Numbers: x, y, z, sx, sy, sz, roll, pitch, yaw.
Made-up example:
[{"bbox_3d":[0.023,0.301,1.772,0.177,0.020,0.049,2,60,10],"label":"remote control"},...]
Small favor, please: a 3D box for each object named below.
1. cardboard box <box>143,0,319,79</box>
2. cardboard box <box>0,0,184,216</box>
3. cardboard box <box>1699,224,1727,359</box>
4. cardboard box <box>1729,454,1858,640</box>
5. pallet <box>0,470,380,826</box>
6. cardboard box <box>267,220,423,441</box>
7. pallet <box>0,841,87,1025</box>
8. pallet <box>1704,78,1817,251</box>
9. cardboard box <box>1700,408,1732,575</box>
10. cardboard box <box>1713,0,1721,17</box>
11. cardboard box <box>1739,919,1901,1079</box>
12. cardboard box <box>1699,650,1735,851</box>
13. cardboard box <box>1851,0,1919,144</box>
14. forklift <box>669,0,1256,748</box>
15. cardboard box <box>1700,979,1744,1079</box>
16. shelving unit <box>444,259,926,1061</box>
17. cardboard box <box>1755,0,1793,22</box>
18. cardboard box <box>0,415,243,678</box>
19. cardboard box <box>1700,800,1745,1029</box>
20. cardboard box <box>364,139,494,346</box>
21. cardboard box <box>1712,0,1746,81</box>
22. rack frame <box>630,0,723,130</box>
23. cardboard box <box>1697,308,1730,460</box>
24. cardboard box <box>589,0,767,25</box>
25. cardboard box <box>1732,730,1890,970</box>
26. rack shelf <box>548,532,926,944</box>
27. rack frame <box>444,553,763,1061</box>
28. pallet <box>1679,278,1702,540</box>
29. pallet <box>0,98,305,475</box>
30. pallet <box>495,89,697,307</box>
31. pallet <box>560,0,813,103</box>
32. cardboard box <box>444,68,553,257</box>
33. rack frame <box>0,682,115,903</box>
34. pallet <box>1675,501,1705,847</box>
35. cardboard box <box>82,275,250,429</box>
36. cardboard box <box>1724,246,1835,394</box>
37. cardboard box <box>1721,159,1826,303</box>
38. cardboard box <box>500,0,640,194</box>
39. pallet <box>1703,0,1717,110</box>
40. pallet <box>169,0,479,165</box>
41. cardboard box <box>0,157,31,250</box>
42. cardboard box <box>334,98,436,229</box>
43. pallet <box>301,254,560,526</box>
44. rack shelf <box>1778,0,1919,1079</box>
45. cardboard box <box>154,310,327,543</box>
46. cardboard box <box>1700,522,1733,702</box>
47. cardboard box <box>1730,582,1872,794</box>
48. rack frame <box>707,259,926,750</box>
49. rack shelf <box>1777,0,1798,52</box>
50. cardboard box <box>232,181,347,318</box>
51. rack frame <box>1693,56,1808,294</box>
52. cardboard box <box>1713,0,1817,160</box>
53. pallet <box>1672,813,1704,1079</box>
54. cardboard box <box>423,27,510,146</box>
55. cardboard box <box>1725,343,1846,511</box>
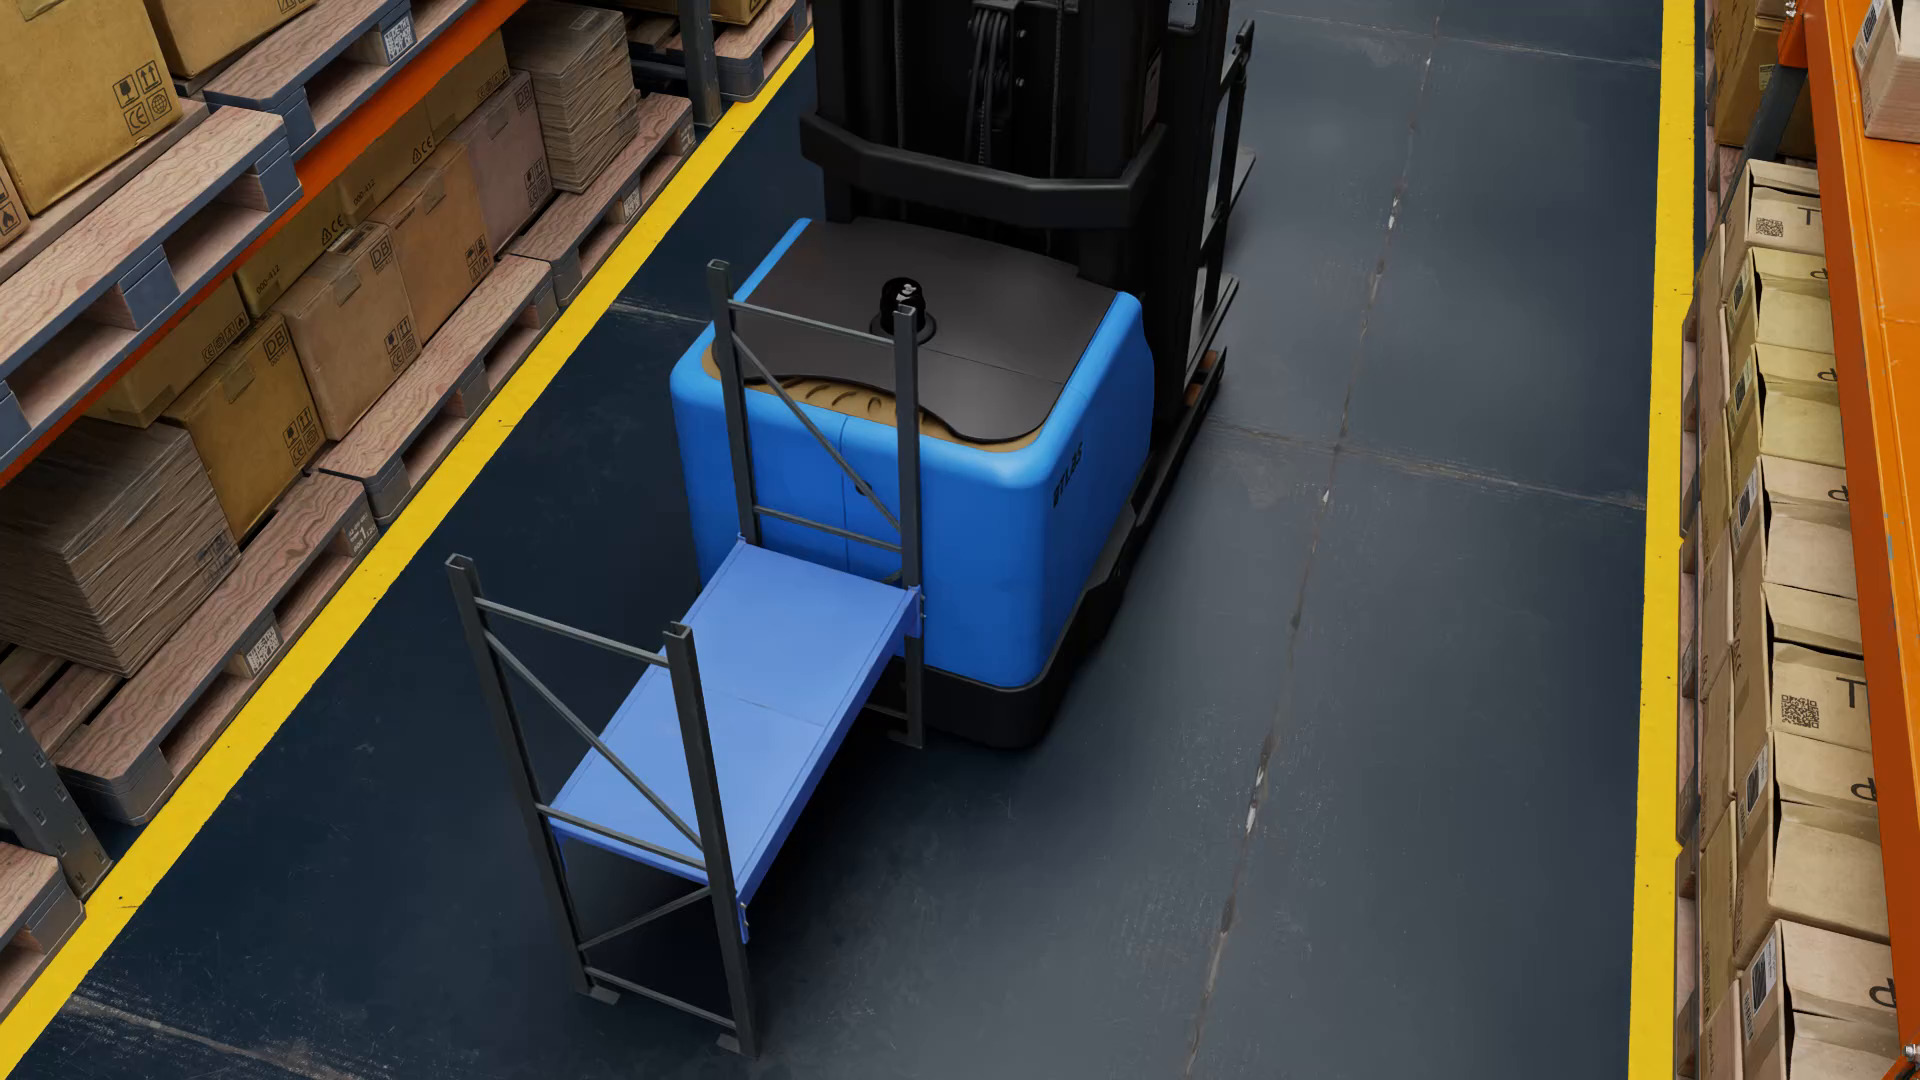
[{"bbox_3d":[-2.187,-1.624,4.379,0.700,0.500,0.500,19,47,18],"label":"cardboard box"},{"bbox_3d":[-2.356,-1.179,3.924,0.700,0.500,0.500,17,47,17],"label":"cardboard box"},{"bbox_3d":[2.776,-0.783,5.571,0.500,0.250,0.500,12,46,12],"label":"cardboard box"},{"bbox_3d":[2.313,0.051,4.318,0.500,0.311,0.500,12,46,12],"label":"cardboard box"},{"bbox_3d":[-2.485,0.194,4.900,1.003,0.211,1.213,13,46,13],"label":"pallet"},{"bbox_3d":[-2.210,-0.727,5.321,0.700,0.500,0.500,13,46,13],"label":"cardboard box"},{"bbox_3d":[-2.889,1.169,3.905,1.003,0.211,1.213,13,46,13],"label":"pallet"},{"bbox_3d":[3.477,-1.395,6.525,1.003,0.211,1.213,13,46,13],"label":"pallet"},{"bbox_3d":[2.473,-0.100,4.873,0.500,0.250,0.500,11,46,11],"label":"cardboard box"},{"bbox_3d":[3.584,-2.535,7.169,0.500,0.500,0.500,11,45,11],"label":"cardboard box"},{"bbox_3d":[1.853,1.065,3.281,0.500,0.311,0.500,13,46,13],"label":"cardboard box"},{"bbox_3d":[2.162,0.581,4.177,0.500,0.250,0.500,13,46,13],"label":"cardboard box"},{"bbox_3d":[2.759,-1.315,4.513,0.500,0.311,0.500,12,46,12],"label":"cardboard box"},{"bbox_3d":[0.273,-1.520,4.708,1.130,2.935,3.031,16,47,16],"label":"forklift"},{"bbox_3d":[1.852,1.259,3.485,0.500,0.250,0.500,12,46,12],"label":"cardboard box"},{"bbox_3d":[-0.522,0.305,3.866,0.538,1.500,1.048,16,47,16],"label":"shelving unit"},{"bbox_3d":[3.287,-2.146,6.235,0.500,0.250,0.500,14,46,14],"label":"cardboard box"},{"bbox_3d":[-2.512,-0.041,4.620,0.700,0.500,0.500,14,46,14],"label":"cardboard box"},{"bbox_3d":[2.007,0.922,3.829,0.500,0.250,0.500,12,46,12],"label":"cardboard box"},{"bbox_3d":[-2.066,-1.066,5.667,0.700,0.500,0.500,12,46,12],"label":"cardboard box"},{"bbox_3d":[3.431,-2.184,6.810,0.500,0.500,0.500,11,45,11],"label":"cardboard box"},{"bbox_3d":[-1.508,-2.949,6.119,1.000,3.000,0.127,13,46,13],"label":"rack frame"},{"bbox_3d":[2.625,-0.448,5.228,0.500,0.250,0.500,11,46,11],"label":"cardboard box"},{"bbox_3d":[-1.160,-2.793,7.197,0.750,0.750,0.750,12,46,12],"label":"cardboard box"},{"bbox_3d":[2.004,0.717,3.637,0.500,0.311,0.500,14,46,14],"label":"cardboard box"},{"bbox_3d":[-0.522,0.434,3.991,0.538,0.185,1.000,16,47,16],"label":"rack shelf"},{"bbox_3d":[-0.712,0.635,3.529,0.500,1.500,0.032,16,47,16],"label":"rack frame"},{"bbox_3d":[2.928,-0.365,5.472,1.003,0.211,1.213,13,46,13],"label":"pallet"},{"bbox_3d":[-2.349,-0.693,3.951,1.003,0.211,1.213,13,46,13],"label":"pallet"},{"bbox_3d":[-1.746,-1.432,6.562,1.003,0.211,1.213,13,46,13],"label":"pallet"},{"bbox_3d":[-1.197,-2.462,7.615,1.003,0.211,1.213,13,46,13],"label":"pallet"},{"bbox_3d":[-1.943,-1.403,6.012,0.700,0.500,0.500,12,46,12],"label":"cardboard box"},{"bbox_3d":[-2.719,-0.283,3.394,1.000,3.000,0.127,13,46,13],"label":"rack frame"},{"bbox_3d":[2.557,0.445,4.644,1.003,0.211,1.213,13,46,13],"label":"pallet"},{"bbox_3d":[-2.382,-0.603,4.658,0.500,0.250,0.500,12,46,12],"label":"cardboard box"},{"bbox_3d":[2.625,-0.631,5.015,0.500,0.311,0.500,11,46,12],"label":"cardboard box"},{"bbox_3d":[2.776,-0.983,5.375,0.500,0.311,0.500,14,46,14],"label":"cardboard box"},{"bbox_3d":[-1.676,-1.722,6.338,0.700,0.500,0.500,13,46,13],"label":"cardboard box"},{"bbox_3d":[3.848,-2.206,7.353,1.003,0.211,1.213,13,46,13],"label":"pallet"},{"bbox_3d":[-2.068,-1.552,4.829,1.003,0.211,1.213,13,46,13],"label":"pallet"},{"bbox_3d":[-2.532,-0.808,3.545,0.700,0.500,0.500,13,46,13],"label":"cardboard box"},{"bbox_3d":[-2.059,-1.279,5.349,0.500,0.250,0.500,12,46,12],"label":"cardboard box"},{"bbox_3d":[-2.117,-0.621,5.734,1.003,0.211,1.213,13,46,13],"label":"pallet"},{"bbox_3d":[2.609,-0.312,3.939,1.077,0.370,4.000,13,46,13],"label":"rack shelf"},{"bbox_3d":[-2.403,-0.396,4.983,0.700,0.500,0.500,12,46,12],"label":"cardboard box"},{"bbox_3d":[2.317,0.242,4.524,0.500,0.250,0.500,13,46,13],"label":"cardboard box"},{"bbox_3d":[2.158,0.385,3.976,0.500,0.311,0.500,12,46,12],"label":"cardboard box"},{"bbox_3d":[-0.332,-0.024,4.203,0.500,1.500,0.032,16,47,16],"label":"rack frame"},{"bbox_3d":[3.820,-2.978,6.663,1.077,0.370,4.000,13,46,13],"label":"rack shelf"},{"bbox_3d":[-2.228,-0.951,5.013,0.500,0.250,0.500,11,46,11],"label":"cardboard box"},{"bbox_3d":[3.215,-1.902,5.049,1.000,3.000,0.127,13,46,13],"label":"rack frame"},{"bbox_3d":[3.274,-1.839,6.458,0.500,0.500,0.500,14,46,14],"label":"cardboard box"},{"bbox_3d":[2.189,1.261,3.810,1.003,0.211,1.213,13,46,13],"label":"pallet"},{"bbox_3d":[-1.908,-1.623,5.701,0.500,0.250,0.500,13,46,13],"label":"cardboard box"},{"bbox_3d":[2.468,-0.292,4.668,0.500,0.311,0.500,11,46,11],"label":"cardboard box"}]
